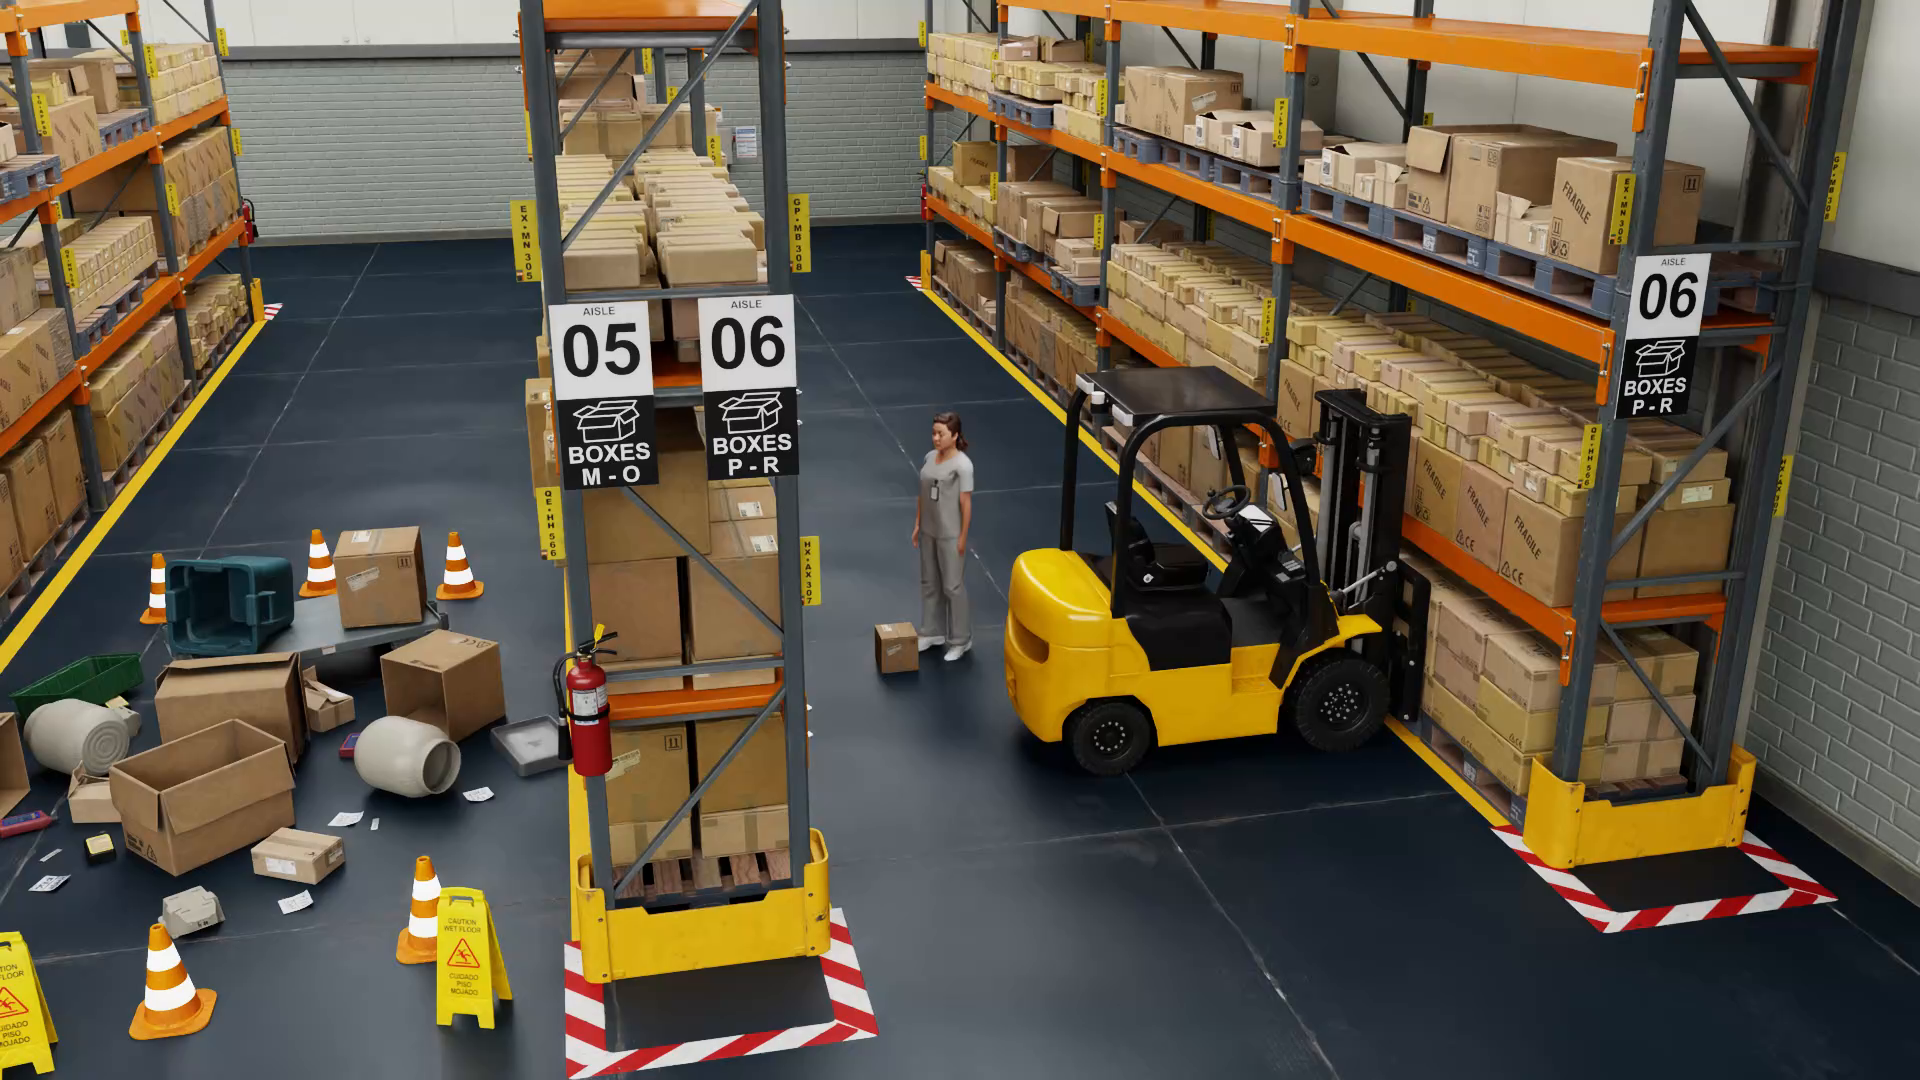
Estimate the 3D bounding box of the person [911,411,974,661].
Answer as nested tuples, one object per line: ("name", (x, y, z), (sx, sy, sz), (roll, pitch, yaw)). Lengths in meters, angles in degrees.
("person", (-0.119, -0.018, 11.185), (0.429, 1.719, 0.448), (-17, 25, -38))
